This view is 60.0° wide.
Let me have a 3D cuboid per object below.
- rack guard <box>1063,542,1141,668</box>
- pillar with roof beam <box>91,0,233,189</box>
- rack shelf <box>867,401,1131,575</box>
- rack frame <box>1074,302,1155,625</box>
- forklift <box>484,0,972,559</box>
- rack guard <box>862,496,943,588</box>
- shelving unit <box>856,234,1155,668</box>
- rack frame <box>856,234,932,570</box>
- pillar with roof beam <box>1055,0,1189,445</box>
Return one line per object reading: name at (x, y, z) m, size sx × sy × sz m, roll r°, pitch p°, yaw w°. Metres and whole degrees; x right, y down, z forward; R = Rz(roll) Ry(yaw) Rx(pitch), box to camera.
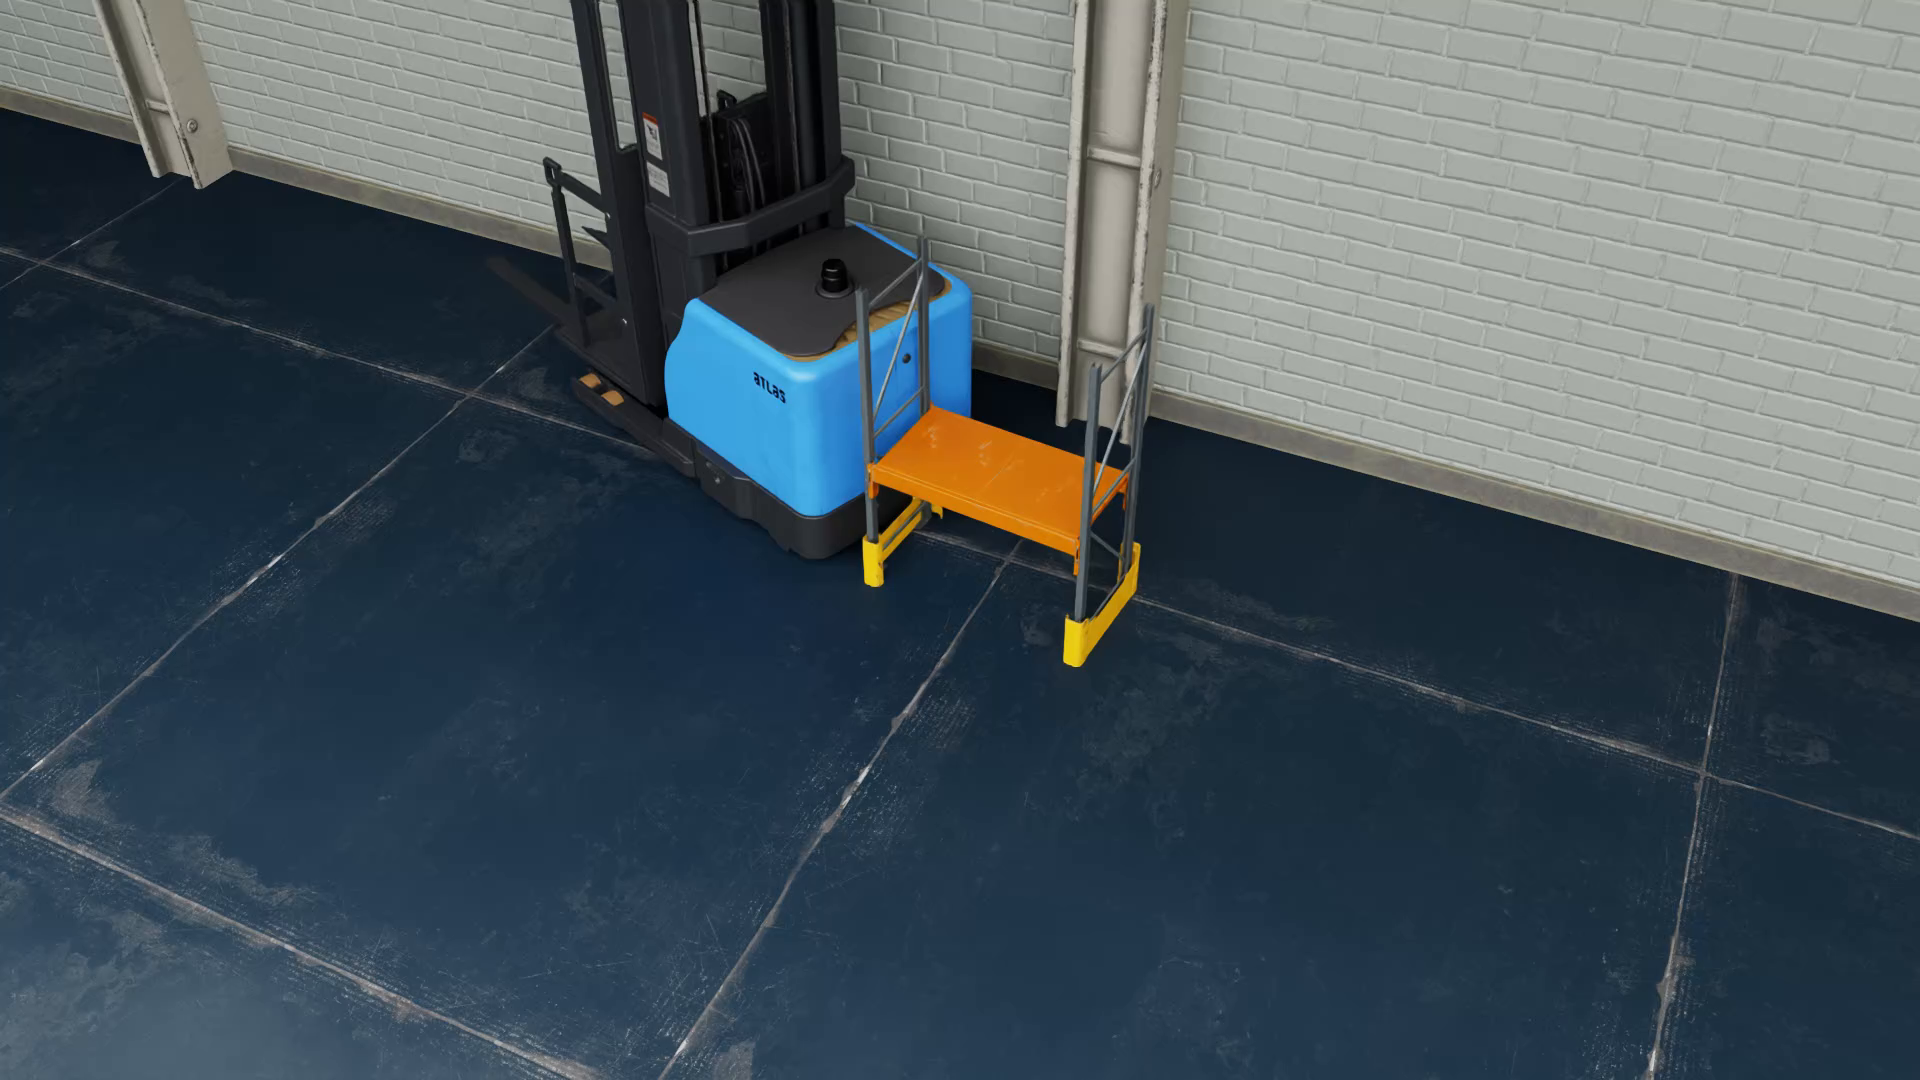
rack guard at (0.611, 0.269, 7.133) m, size 0.087 × 0.250 × 0.587 m, roll 21°, pitch 45°, yaw 22°
pillar with roof beam at (-6.539, -3.119, 4.362) m, size 0.400 × 9.000 × 9.100 m, roll 17°, pitch 44°, yaw 19°
rack shelf at (0.172, -0.234, 7.033) m, size 1.000 × 0.185 × 0.538 m, roll 21°, pitch 45°, yaw 22°
rack frame at (0.612, -0.203, 6.723) m, size 0.032 × 1.500 × 0.500 m, roll 21°, pitch 45°, yaw 22°
forklift at (-1.308, -1.893, 7.580) m, size 1.130 × 2.935 × 3.031 m, roll -32°, pitch 50°, yaw -31°
rack guard at (-0.252, -0.058, 7.510) m, size 0.087 × 0.250 × 0.587 m, roll 21°, pitch 45°, yaw 22°
shelving unit at (0.180, -0.367, 6.912) m, size 1.083 × 1.500 × 0.587 m, roll 21°, pitch 45°, yaw 22°
rack frame at (-0.268, -0.536, 7.108) m, size 0.032 × 1.500 × 0.500 m, roll 21°, pitch 45°, yaw 22°
pillar with roof beam at (-1.102, -1.457, 2.445) m, size 0.400 × 9.000 × 9.100 m, roll 17°, pitch 44°, yaw 19°
